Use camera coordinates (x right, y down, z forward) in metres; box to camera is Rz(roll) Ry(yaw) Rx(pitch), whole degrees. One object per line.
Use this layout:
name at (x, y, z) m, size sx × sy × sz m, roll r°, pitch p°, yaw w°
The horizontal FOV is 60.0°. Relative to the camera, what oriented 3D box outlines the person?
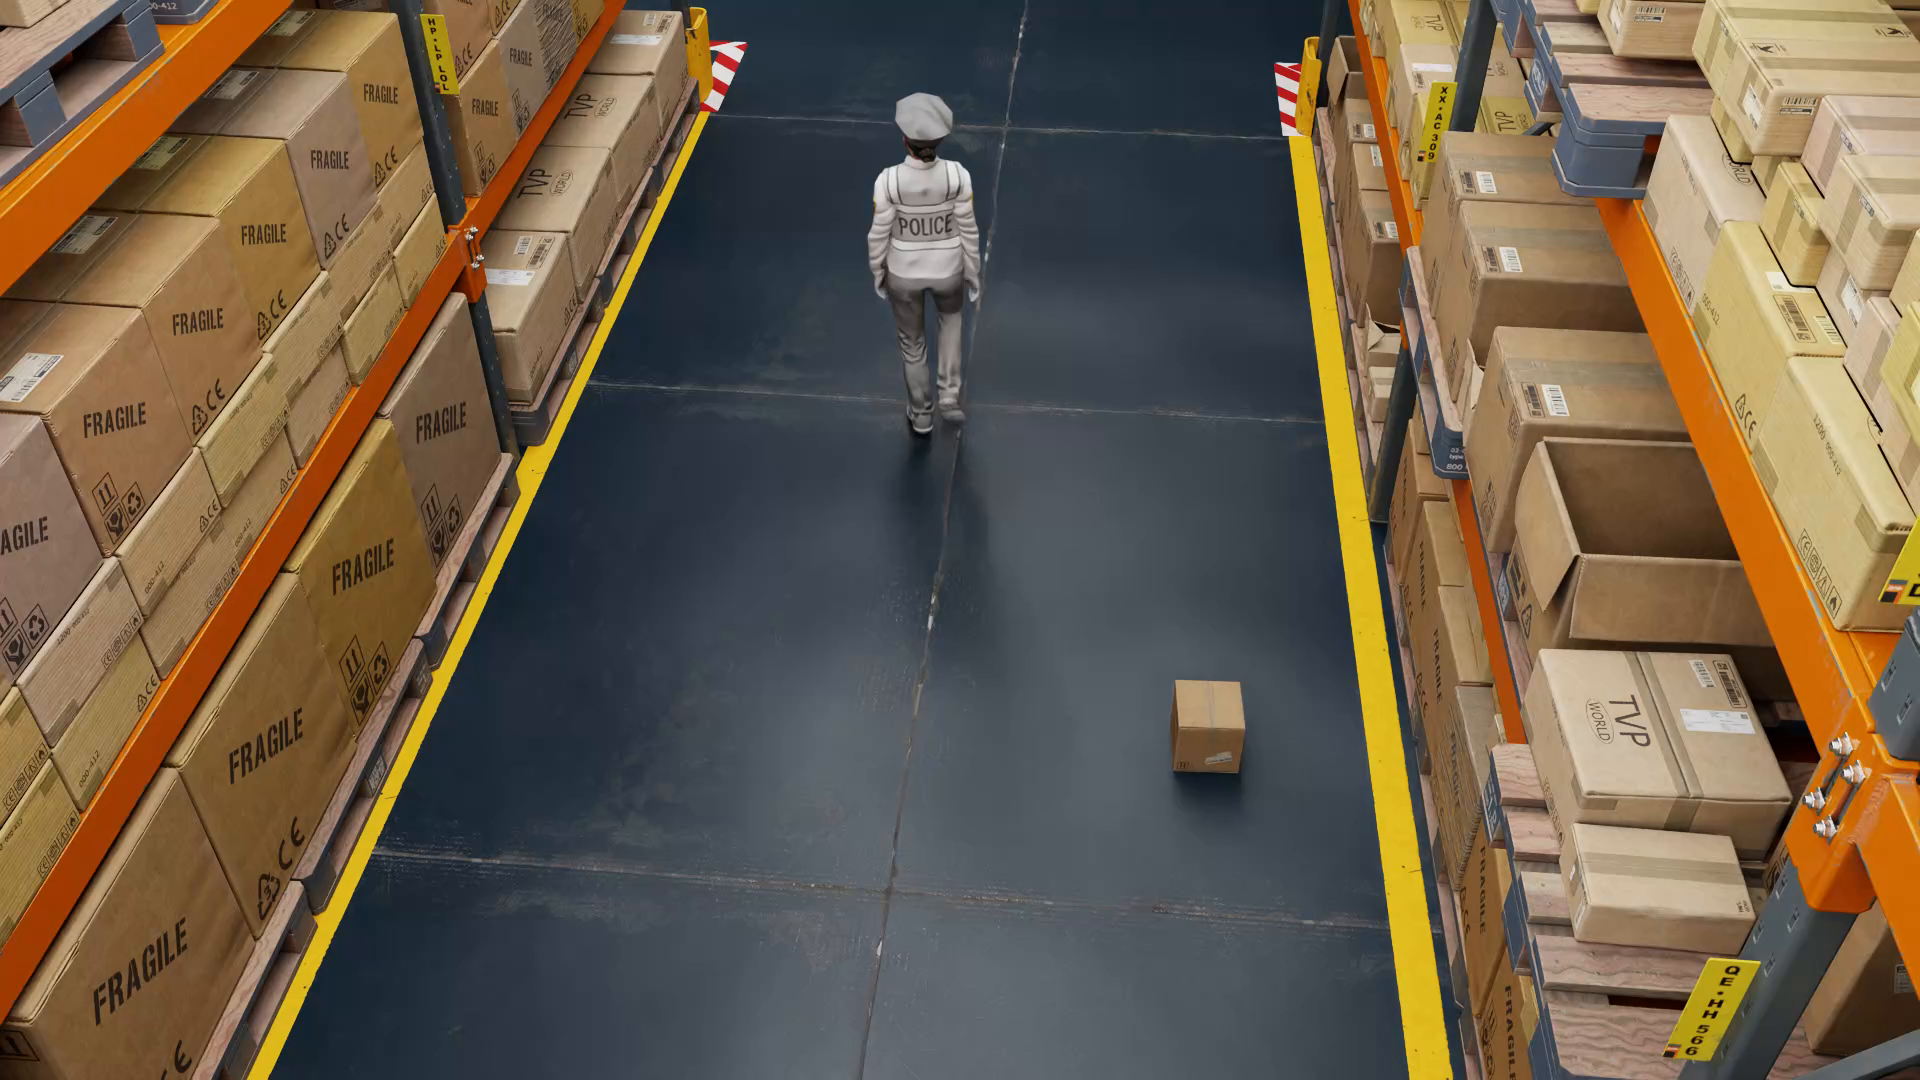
person at (-3.375, 0.758, 4.842) m, size 7.927 × 2.202 × 5.993 m, roll -6°, pitch 41°, yaw -7°
